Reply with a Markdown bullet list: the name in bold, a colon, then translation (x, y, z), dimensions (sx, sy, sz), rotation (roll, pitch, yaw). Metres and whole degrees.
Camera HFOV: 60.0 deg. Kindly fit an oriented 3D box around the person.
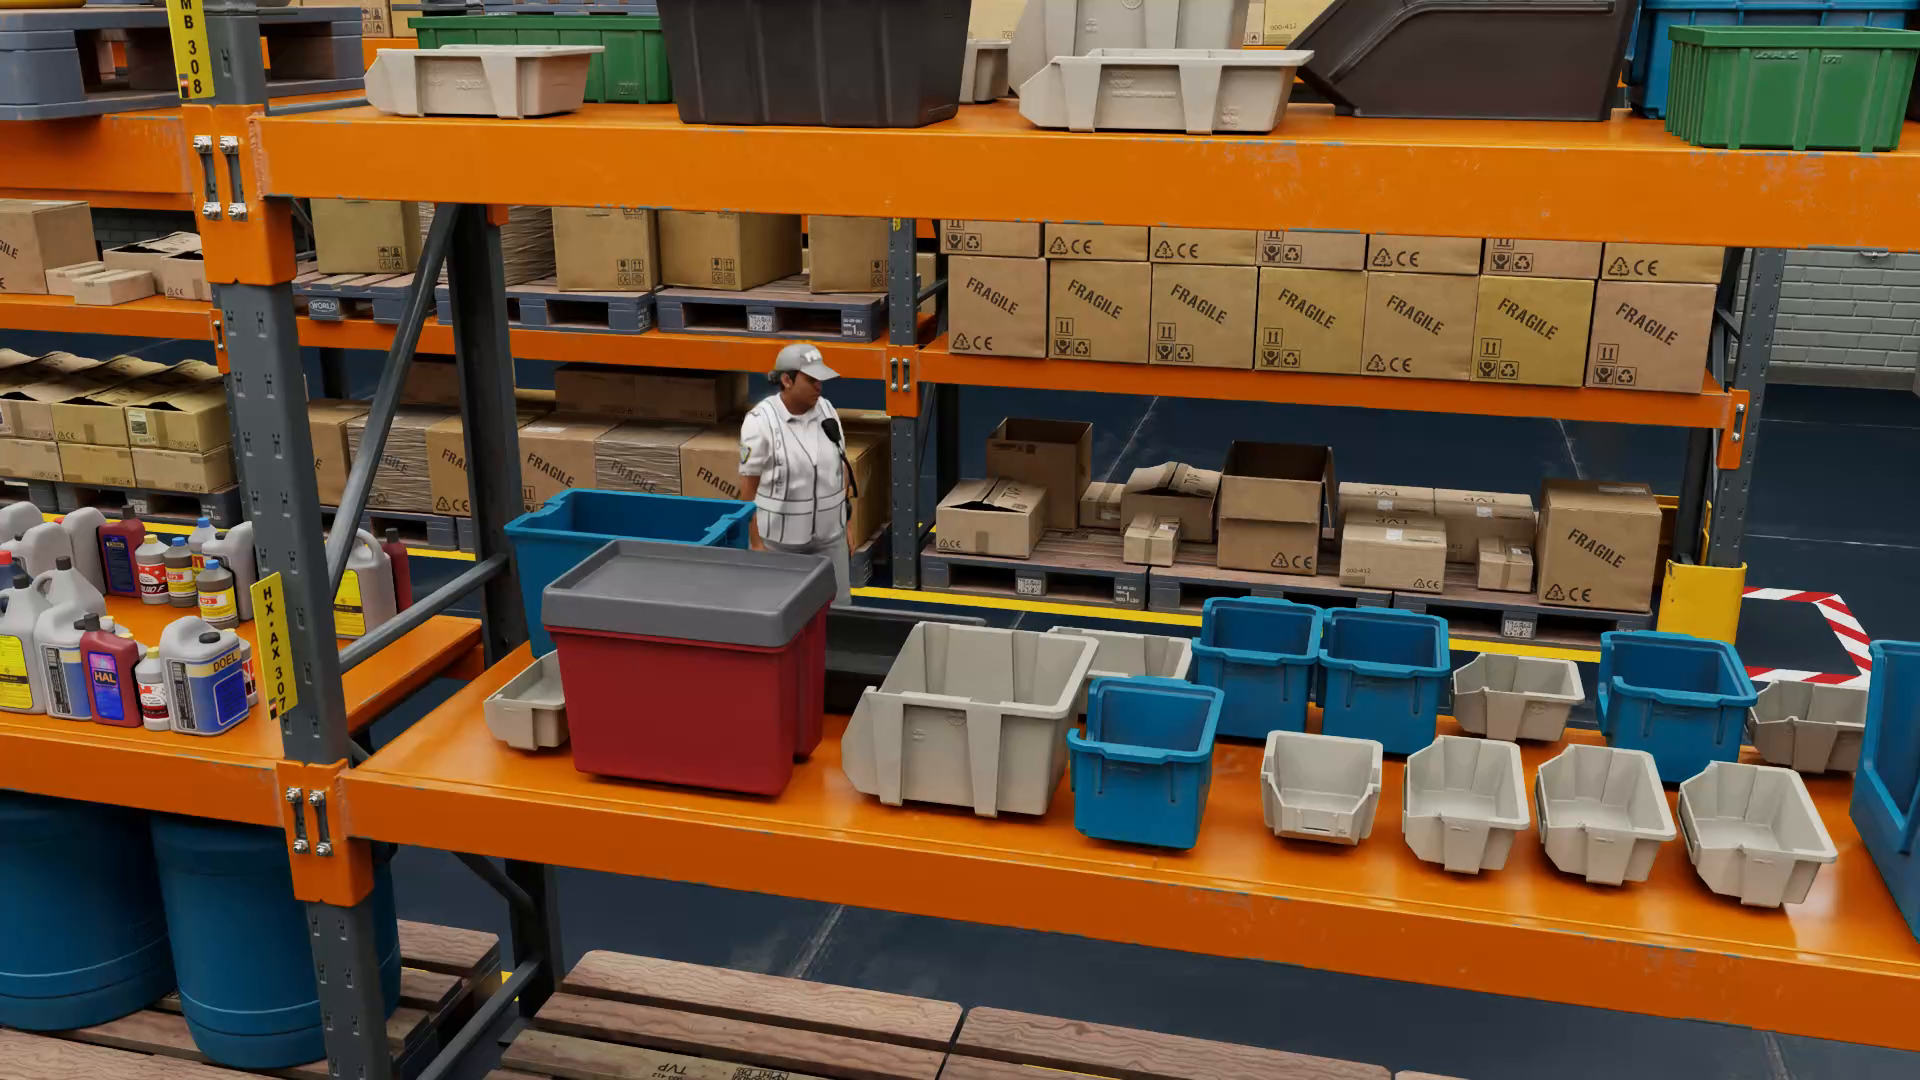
- **person**: translation (-0.692, -0.016, 7.041), dimensions (0.543, 1.661, 0.451), rotation (-10, 21, -27)
